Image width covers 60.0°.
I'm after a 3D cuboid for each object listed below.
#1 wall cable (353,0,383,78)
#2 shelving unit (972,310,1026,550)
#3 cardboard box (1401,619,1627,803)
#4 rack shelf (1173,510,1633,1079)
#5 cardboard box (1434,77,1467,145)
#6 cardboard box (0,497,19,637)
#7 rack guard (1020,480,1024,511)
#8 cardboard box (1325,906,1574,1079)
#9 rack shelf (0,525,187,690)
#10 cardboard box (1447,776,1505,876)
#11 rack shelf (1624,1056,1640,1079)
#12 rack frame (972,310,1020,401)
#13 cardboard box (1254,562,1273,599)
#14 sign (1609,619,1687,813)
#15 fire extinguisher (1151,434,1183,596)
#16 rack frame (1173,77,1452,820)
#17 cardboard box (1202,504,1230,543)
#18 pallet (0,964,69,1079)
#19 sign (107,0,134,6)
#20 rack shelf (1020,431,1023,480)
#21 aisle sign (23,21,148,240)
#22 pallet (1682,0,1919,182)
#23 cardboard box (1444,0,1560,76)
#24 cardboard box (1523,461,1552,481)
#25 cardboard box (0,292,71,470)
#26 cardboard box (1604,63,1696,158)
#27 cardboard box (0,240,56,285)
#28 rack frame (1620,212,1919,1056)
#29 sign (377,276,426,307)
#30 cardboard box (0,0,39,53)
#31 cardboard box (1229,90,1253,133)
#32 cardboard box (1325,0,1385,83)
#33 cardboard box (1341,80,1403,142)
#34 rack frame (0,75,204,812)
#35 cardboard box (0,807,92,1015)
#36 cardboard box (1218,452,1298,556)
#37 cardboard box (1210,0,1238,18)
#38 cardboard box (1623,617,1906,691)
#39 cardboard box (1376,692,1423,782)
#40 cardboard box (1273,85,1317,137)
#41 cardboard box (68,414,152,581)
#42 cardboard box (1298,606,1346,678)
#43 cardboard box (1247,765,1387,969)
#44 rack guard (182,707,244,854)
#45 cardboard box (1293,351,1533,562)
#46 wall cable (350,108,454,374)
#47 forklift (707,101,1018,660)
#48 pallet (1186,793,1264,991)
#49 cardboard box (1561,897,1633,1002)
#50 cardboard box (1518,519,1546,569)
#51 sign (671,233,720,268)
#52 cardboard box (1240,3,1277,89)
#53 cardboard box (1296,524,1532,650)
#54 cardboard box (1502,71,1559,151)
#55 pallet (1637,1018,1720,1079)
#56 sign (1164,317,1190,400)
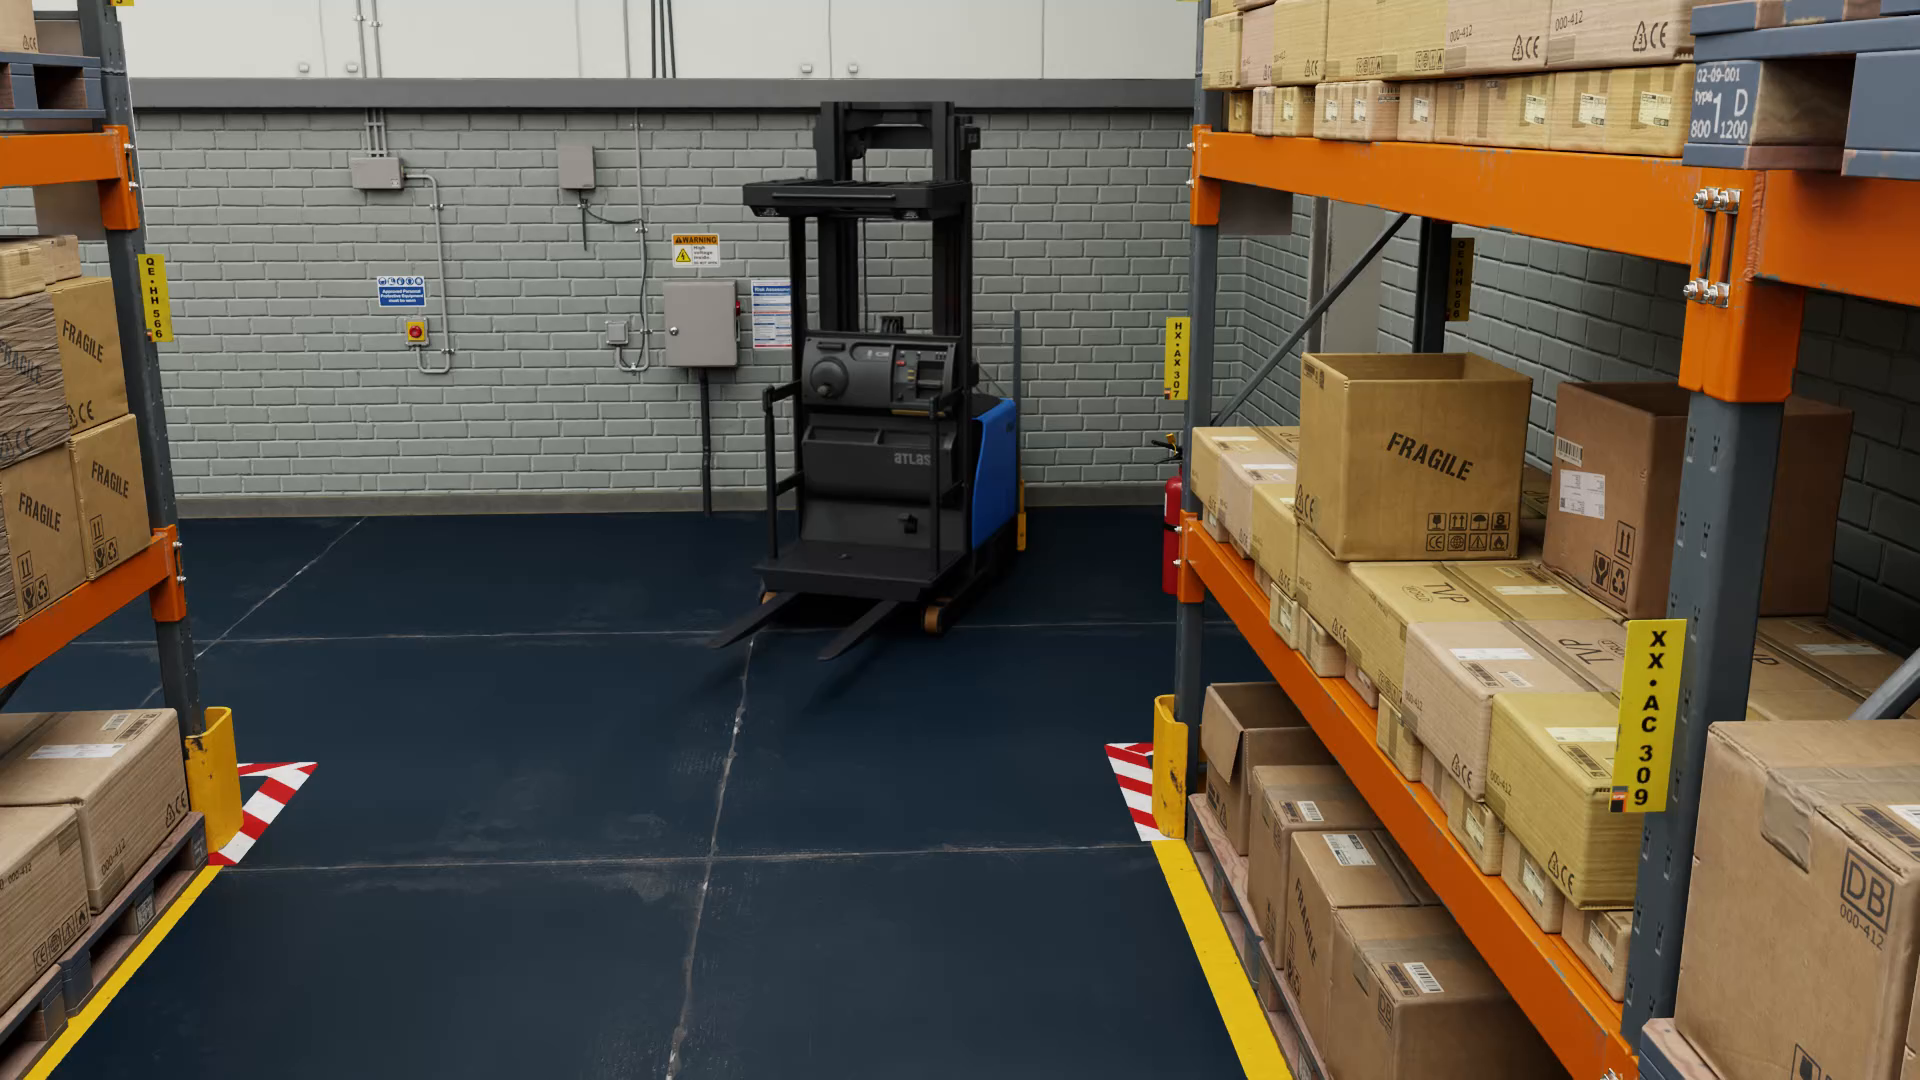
[{"bbox_3d":[-4.189,-4.540,11.112,0.463,3.000,0.029,-1,14,-3],"label":"wall cable"},{"bbox_3d":[0.167,-0.796,11.609,0.587,1.500,1.083,0,14,1],"label":"shelving unit"},{"bbox_3d":[1.325,0.374,3.756,0.500,0.250,0.500,-1,14,-3],"label":"cardboard box"},{"bbox_3d":[1.522,0.544,4.836,1.077,0.370,4.000,-1,14,-3],"label":"rack shelf"},{"bbox_3d":[1.311,-0.979,3.795,0.380,0.149,0.250,0,14,-2],"label":"cardboard box"},{"bbox_3d":[-3.204,0.096,4.933,0.500,0.500,0.500,0,14,-2],"label":"cardboard box"},{"bbox_3d":[0.179,-0.315,12.247,0.587,0.250,0.087,0,14,1],"label":"rack guard"},{"bbox_3d":[1.420,1.330,4.510,0.700,0.500,0.500,-1,14,-6],"label":"cardboard box"},{"bbox_3d":[-3.432,0.622,4.535,1.077,0.370,4.000,-1,14,-3],"label":"rack shelf"},{"bbox_3d":[1.296,0.611,3.638,0.380,0.149,0.250,-1,14,-2],"label":"cardboard box"},{"bbox_3d":[1.770,1.539,0.970,1.077,0.370,4.000,-1,14,-3],"label":"rack shelf"},{"bbox_3d":[0.179,-0.920,12.093,0.500,1.500,0.032,0,14,1],"label":"rack frame"},{"bbox_3d":[1.212,0.097,5.634,0.380,0.149,0.250,0,14,-2],"label":"cardboard box"},{"bbox_3d":[1.105,0.284,2.666,0.100,0.325,0.005,-1,14,-3],"label":"sign"},{"bbox_3d":[0.928,-0.113,6.850,0.296,0.674,0.183,-1,14,-3],"label":"fire extinguisher"},{"bbox_3d":[1.398,-0.302,6.680,1.000,3.000,0.127,-1,14,-3],"label":"rack frame"},{"bbox_3d":[1.145,-0.094,6.377,0.380,0.149,0.250,-1,14,-4],"label":"cardboard box"},{"bbox_3d":[-3.356,1.627,4.781,1.003,0.211,1.213,-1,14,-3],"label":"pallet"},{"bbox_3d":[-3.013,-2.072,5.923,0.100,0.325,0.005,-1,14,-3],"label":"sign"},{"bbox_3d":[0.166,-0.619,11.645,0.538,0.185,1.000,0,14,1],"label":"rack shelf"},{"bbox_3d":[-3.251,-1.506,6.143,0.394,0.787,0.004,-1,14,-3],"label":"aisle sign"},{"bbox_3d":[1.616,-0.505,1.828,1.213,0.211,1.003,-1,14,-3],"label":"pallet"},{"bbox_3d":[1.324,-1.076,3.374,0.500,0.250,0.500,-1,14,-5],"label":"cardboard box"},{"bbox_3d":[1.722,-0.135,5.734,0.500,0.250,0.500,-1,14,-3],"label":"cardboard box"},{"bbox_3d":[-3.226,-0.511,5.286,0.500,0.500,0.500,-1,14,-3],"label":"cardboard box"},{"bbox_3d":[1.329,-0.723,2.801,0.380,0.149,0.250,-1,14,-4],"label":"cardboard box"},{"bbox_3d":[-3.294,-0.922,5.582,0.380,0.149,0.250,-1,14,-2],"label":"cardboard box"},{"bbox_3d":[1.646,0.693,2.813,1.000,3.000,0.127,-1,14,-3],"label":"rack frame"},{"bbox_3d":[-3.980,-1.772,11.850,0.327,0.218,0.001,-1,14,-3],"label":"sign"},{"bbox_3d":[-3.438,-1.746,5.529,0.500,0.250,0.500,-2,15,-9],"label":"cardboard box"},{"bbox_3d":[1.186,-1.550,6.015,0.380,0.149,0.250,-1,14,-2],"label":"cardboard box"},{"bbox_3d":[1.279,-1.330,4.358,0.500,0.250,0.500,-1,14,-4],"label":"cardboard box"},{"bbox_3d":[1.204,-1.105,4.287,0.380,0.149,0.250,-1,14,-2],"label":"cardboard box"},{"bbox_3d":[-3.556,-0.224,6.378,1.000,3.000,0.127,-1,14,-3],"label":"rack frame"},{"bbox_3d":[-3.350,1.203,5.129,0.875,0.438,0.875,0,14,-2],"label":"cardboard box"},{"bbox_3d":[1.189,-0.131,5.719,0.500,0.250,0.500,-1,14,-3],"label":"cardboard box"},{"bbox_3d":[1.175,-1.954,5.781,0.500,0.250,0.500,-1,14,-4],"label":"cardboard box"},{"bbox_3d":[1.847,0.370,3.774,0.500,0.250,0.500,-1,14,-4],"label":"cardboard box"},{"bbox_3d":[1.263,0.482,4.138,0.380,0.149,0.250,-1,14,-4],"label":"cardboard box"},{"bbox_3d":[1.163,-1.293,5.015,0.380,0.149,0.250,-1,14,-4],"label":"cardboard box"},{"bbox_3d":[-3.262,-0.157,5.916,0.500,0.500,0.500,-1,14,-3],"label":"cardboard box"},{"bbox_3d":[1.212,0.292,4.875,0.380,0.149,0.250,-1,14,-2],"label":"cardboard box"},{"bbox_3d":[1.356,1.072,5.513,0.700,0.500,0.500,0,14,-1],"label":"cardboard box"},{"bbox_3d":[-3.557,0.980,6.713,1.175,0.500,0.348,-1,14,-3],"label":"rack guard"},{"bbox_3d":[1.251,-0.246,4.663,0.500,0.500,0.500,-1,14,-2],"label":"cardboard box"},{"bbox_3d":[-3.928,-2.133,11.697,0.585,1.953,0.123,-1,14,-3],"label":"wall cable"},{"bbox_3d":[-0.536,-0.992,9.498,1.130,2.935,3.031,4,15,16],"label":"forklift"},{"bbox_3d":[1.453,1.266,6.183,1.003,0.211,1.213,-1,14,-3],"label":"pallet"},{"bbox_3d":[1.374,0.739,3.138,0.380,0.149,0.250,-1,14,-3],"label":"cardboard box"},{"bbox_3d":[1.781,0.119,4.750,0.500,0.250,0.500,-1,14,-4],"label":"cardboard box"},{"bbox_3d":[-1.891,-2.073,11.906,0.339,0.242,0.001,-1,14,-3],"label":"sign"},{"bbox_3d":[1.205,-1.585,5.352,0.500,0.250,0.500,-1,14,-2],"label":"cardboard box"},{"bbox_3d":[1.277,0.122,4.737,0.500,0.250,0.500,-1,14,-5],"label":"cardboard box"},{"bbox_3d":[1.309,-0.851,3.298,0.380,0.149,0.250,0,14,-2],"label":"cardboard box"},{"bbox_3d":[1.587,0.986,2.058,1.003,0.211,1.213,-1,14,-3],"label":"pallet"},{"bbox_3d":[0.857,-0.713,6.539,0.100,0.325,0.005,-1,14,-3],"label":"sign"}]
